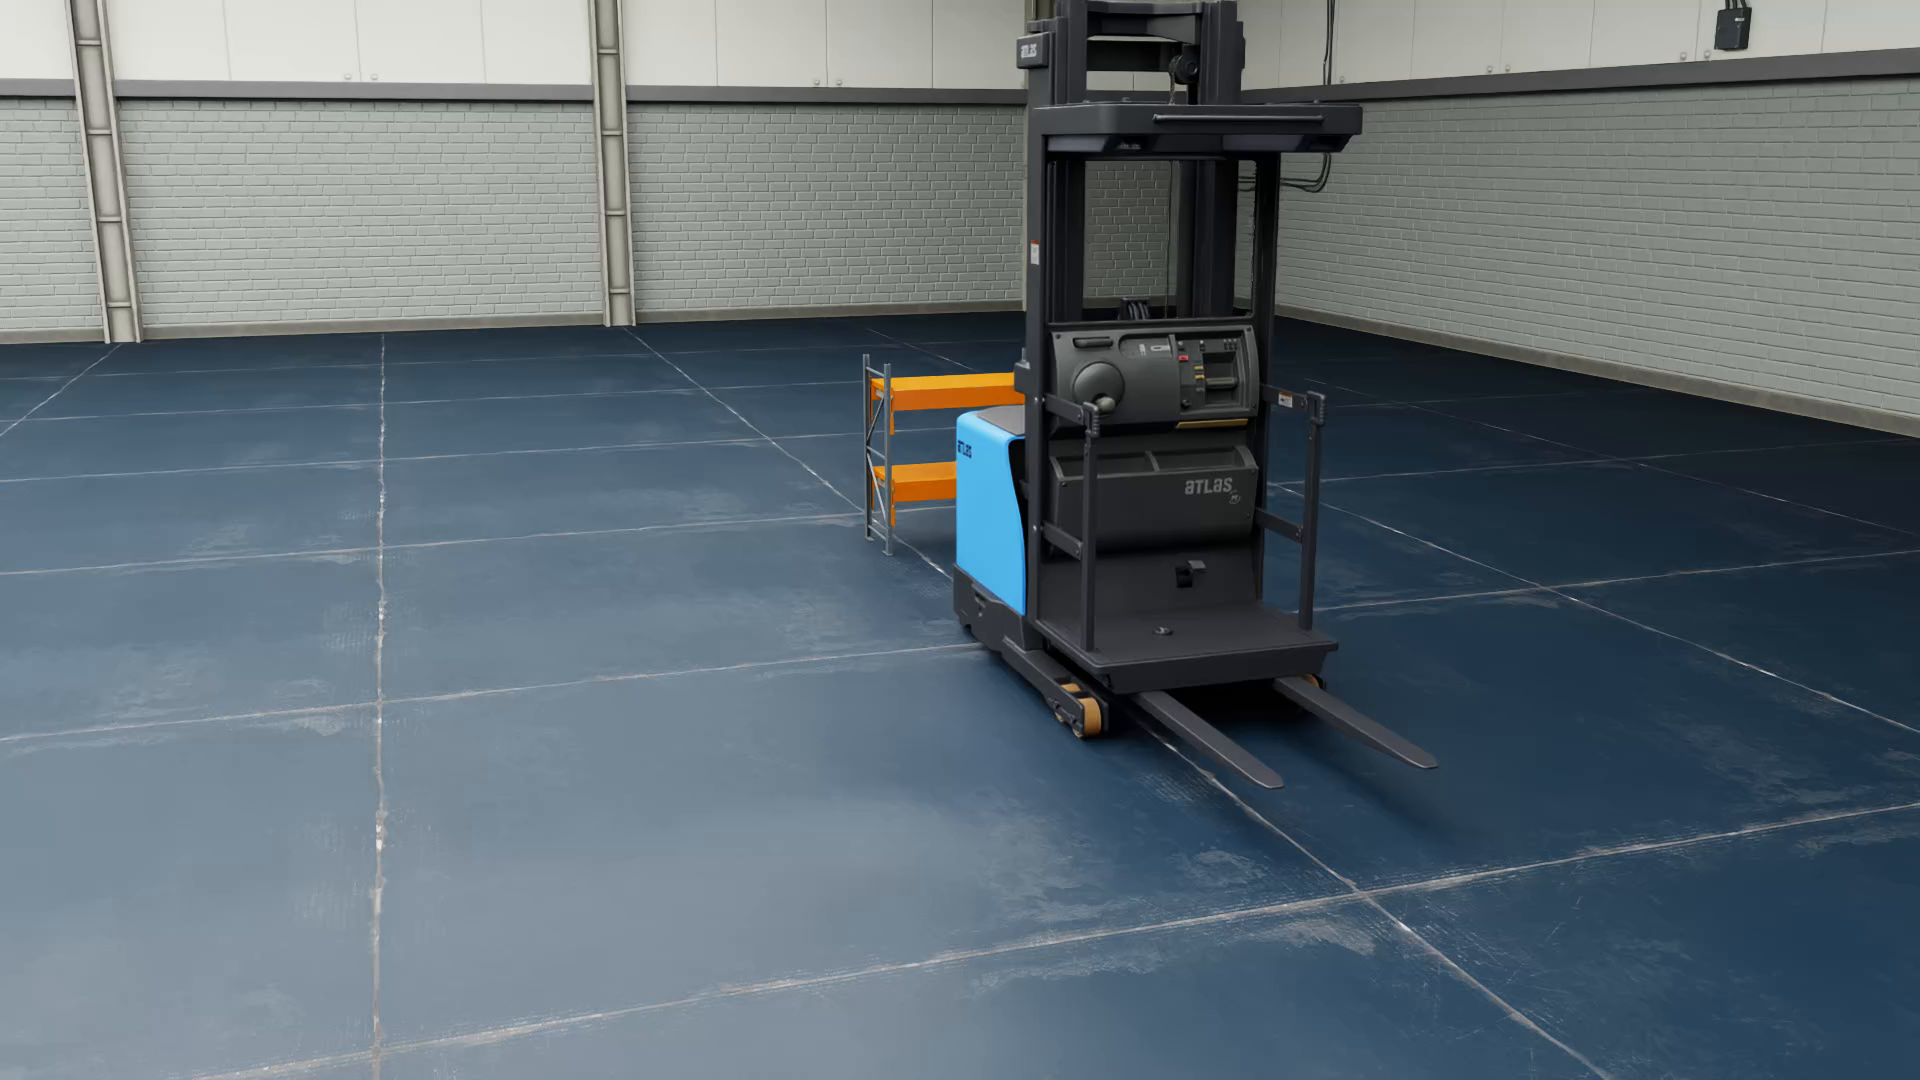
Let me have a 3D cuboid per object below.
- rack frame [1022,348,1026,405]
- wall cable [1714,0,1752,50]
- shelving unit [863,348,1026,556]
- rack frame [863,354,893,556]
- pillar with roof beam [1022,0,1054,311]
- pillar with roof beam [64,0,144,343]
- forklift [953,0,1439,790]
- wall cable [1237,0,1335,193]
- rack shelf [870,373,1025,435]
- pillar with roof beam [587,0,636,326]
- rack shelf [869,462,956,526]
[{"bbox_3d":[0.475,-0.584,10.168,0.032,1.125,0.500,-4,14,-18],"label":"rack frame"},{"bbox_3d":[7.362,-7.198,13.609,0.169,6.003,2.305,-4,14,-18],"label":"wall cable"},{"bbox_3d":[-0.006,-0.547,10.011,1.048,1.125,0.538,-4,14,-18],"label":"shelving unit"},{"bbox_3d":[-0.488,-0.509,9.853,0.032,1.125,0.500,-4,14,-18],"label":"rack frame"},{"bbox_3d":[2.508,-6.755,19.096,0.400,9.000,9.100,-4,14,-18],"label":"pillar with roof beam"},{"bbox_3d":[-8.865,-5.870,15.373,0.400,9.000,9.100,-4,14,-18],"label":"pillar with roof beam"},{"bbox_3d":[0.902,-0.724,6.853,1.130,2.935,3.031,-4,14,-17],"label":"forklift"},{"bbox_3d":[4.349,-6.116,23.120,0.112,2.526,3.097,-4,14,-18],"label":"wall cable"},{"bbox_3d":[-0.006,-0.831,9.943,1.000,0.278,0.538,-4,14,-18],"label":"rack shelf"},{"bbox_3d":[-3.178,-6.312,17.235,0.400,9.000,9.100,-4,14,-18],"label":"pillar with roof beam"},{"bbox_3d":[-0.006,-0.309,10.067,1.000,0.278,0.538,-4,14,-18],"label":"rack shelf"}]
